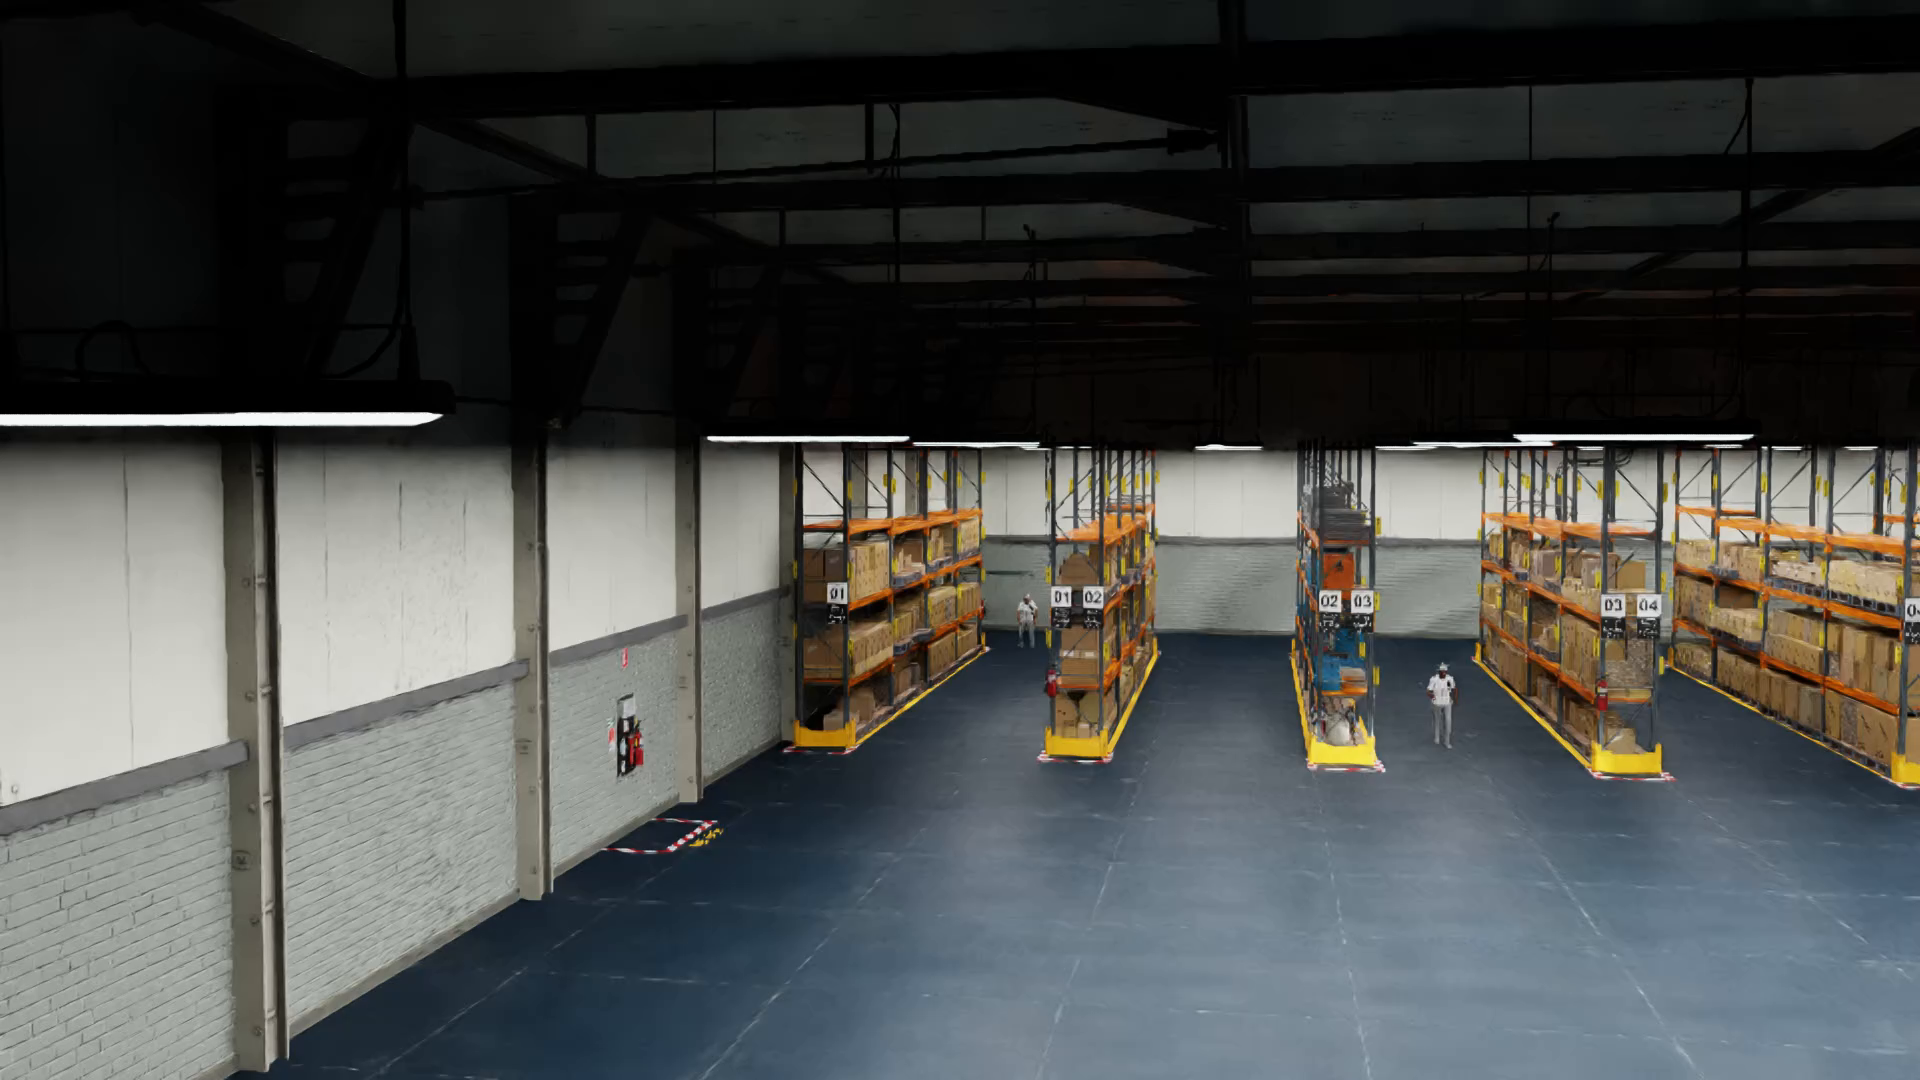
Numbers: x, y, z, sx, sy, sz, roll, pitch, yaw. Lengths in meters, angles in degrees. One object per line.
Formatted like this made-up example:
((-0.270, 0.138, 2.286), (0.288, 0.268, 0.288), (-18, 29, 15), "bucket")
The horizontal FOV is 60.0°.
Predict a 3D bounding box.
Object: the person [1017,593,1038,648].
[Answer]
((1.961, 2.356, 48.644), (0.625, 1.607, 0.582), (0, 3, 8), "person")

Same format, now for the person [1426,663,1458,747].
((9.424, 3.192, 32.521), (0.603, 1.620, 0.831), (1, 3, 16), "person")
